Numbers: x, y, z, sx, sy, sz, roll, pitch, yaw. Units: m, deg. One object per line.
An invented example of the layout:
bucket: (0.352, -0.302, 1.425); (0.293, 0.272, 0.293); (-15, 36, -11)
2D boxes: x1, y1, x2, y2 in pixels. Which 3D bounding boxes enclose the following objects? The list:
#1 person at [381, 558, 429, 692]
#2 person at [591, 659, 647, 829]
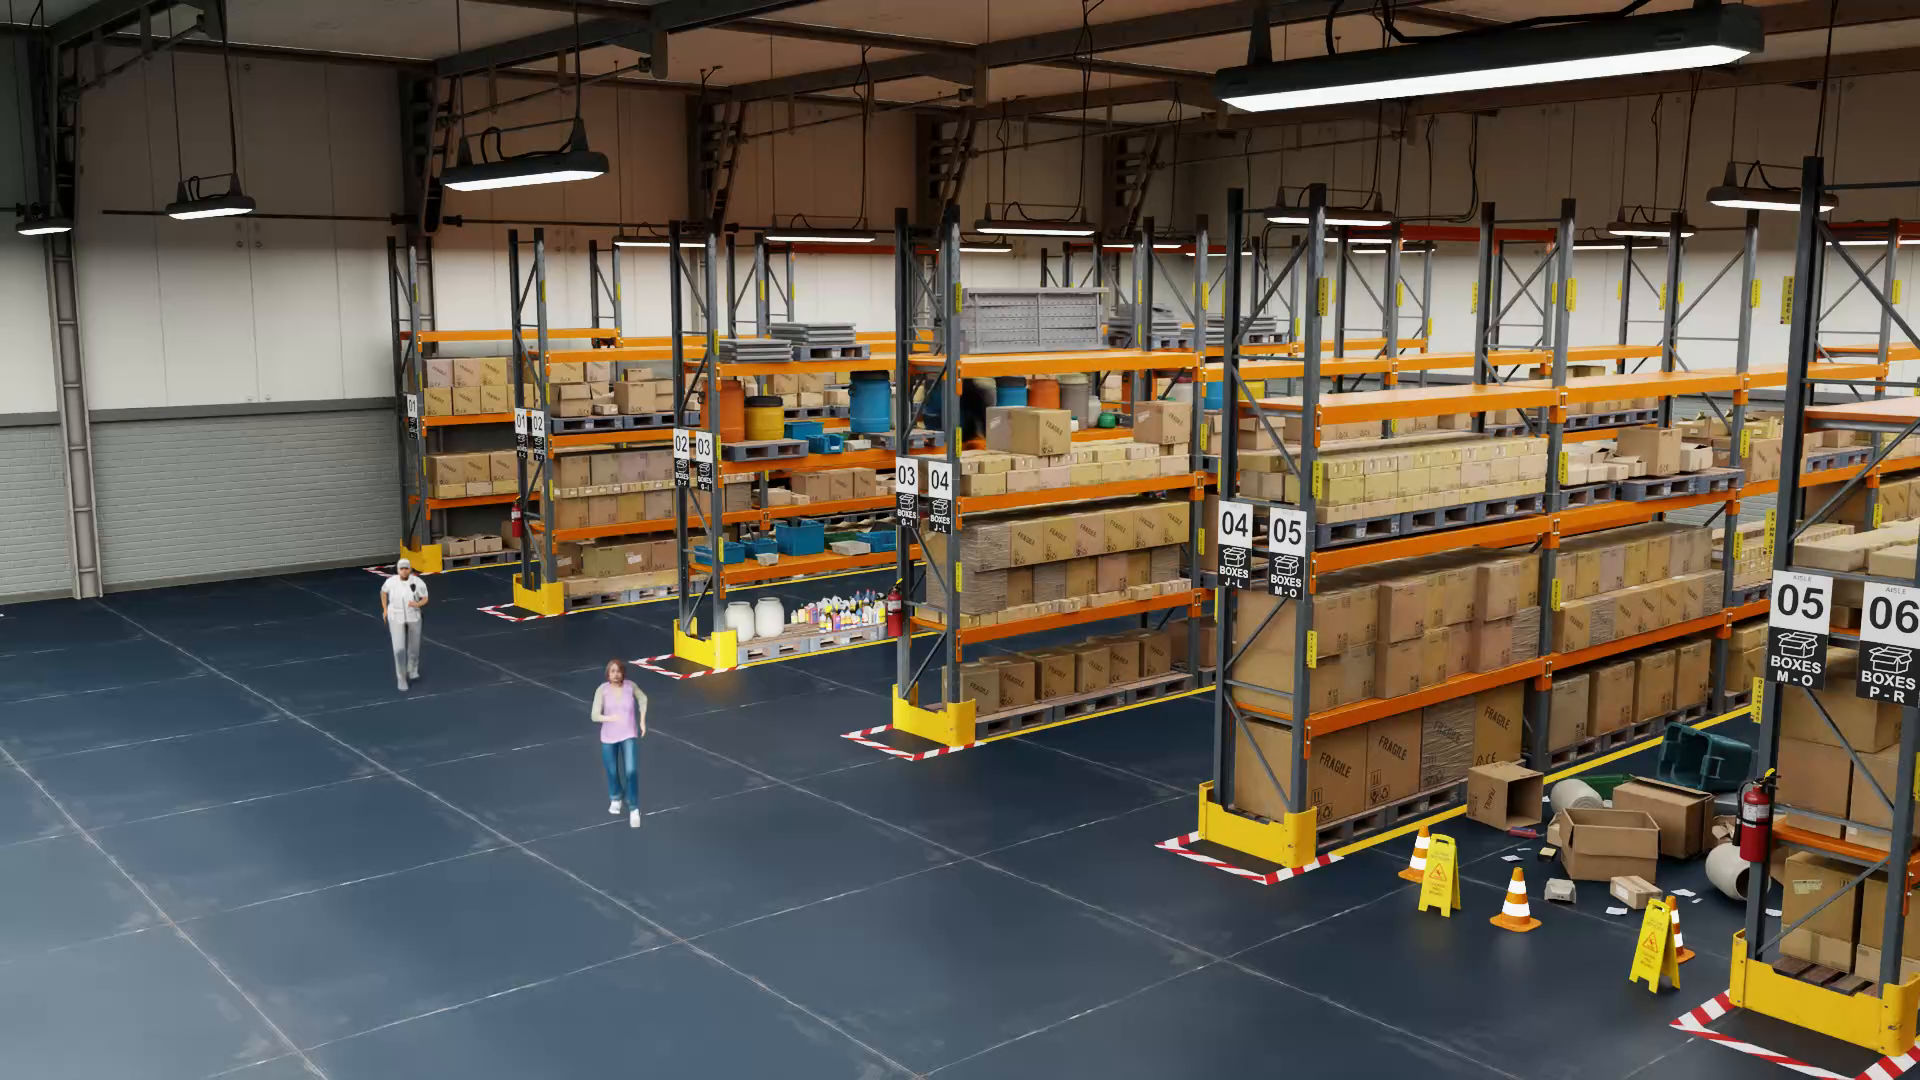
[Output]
person: (-7.128, 1.077, 21.409); (0.570, 1.724, 0.807); (-3, 9, -21)
person: (-3.259, 1.945, 15.957); (0.520, 1.644, 0.699); (-2, 9, -10)
